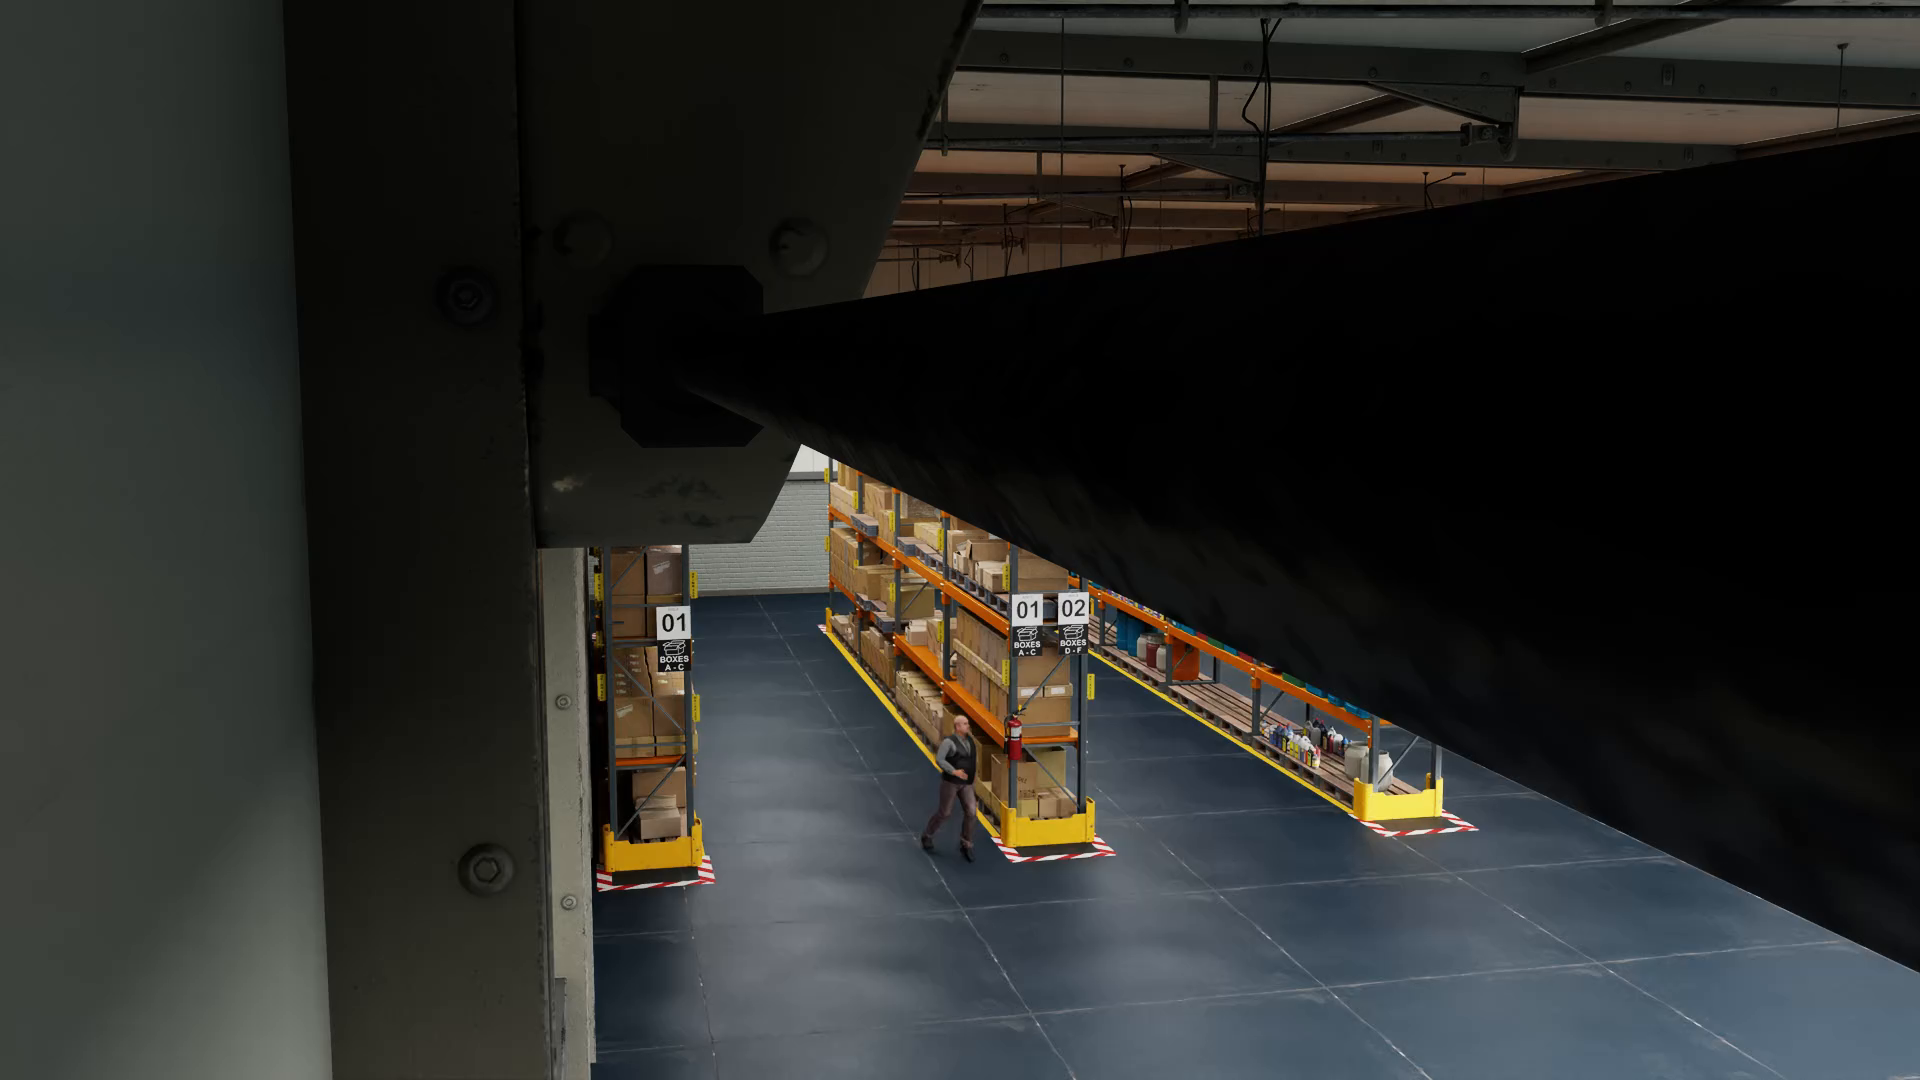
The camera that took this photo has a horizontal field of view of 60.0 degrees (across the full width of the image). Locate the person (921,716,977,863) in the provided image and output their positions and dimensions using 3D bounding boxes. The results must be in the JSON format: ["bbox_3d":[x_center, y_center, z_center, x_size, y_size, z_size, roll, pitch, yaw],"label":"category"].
[{"bbox_3d":[-0.012,3.048,20.625,0.727,1.742,0.839,-6,9,-40],"label":"person"}]
